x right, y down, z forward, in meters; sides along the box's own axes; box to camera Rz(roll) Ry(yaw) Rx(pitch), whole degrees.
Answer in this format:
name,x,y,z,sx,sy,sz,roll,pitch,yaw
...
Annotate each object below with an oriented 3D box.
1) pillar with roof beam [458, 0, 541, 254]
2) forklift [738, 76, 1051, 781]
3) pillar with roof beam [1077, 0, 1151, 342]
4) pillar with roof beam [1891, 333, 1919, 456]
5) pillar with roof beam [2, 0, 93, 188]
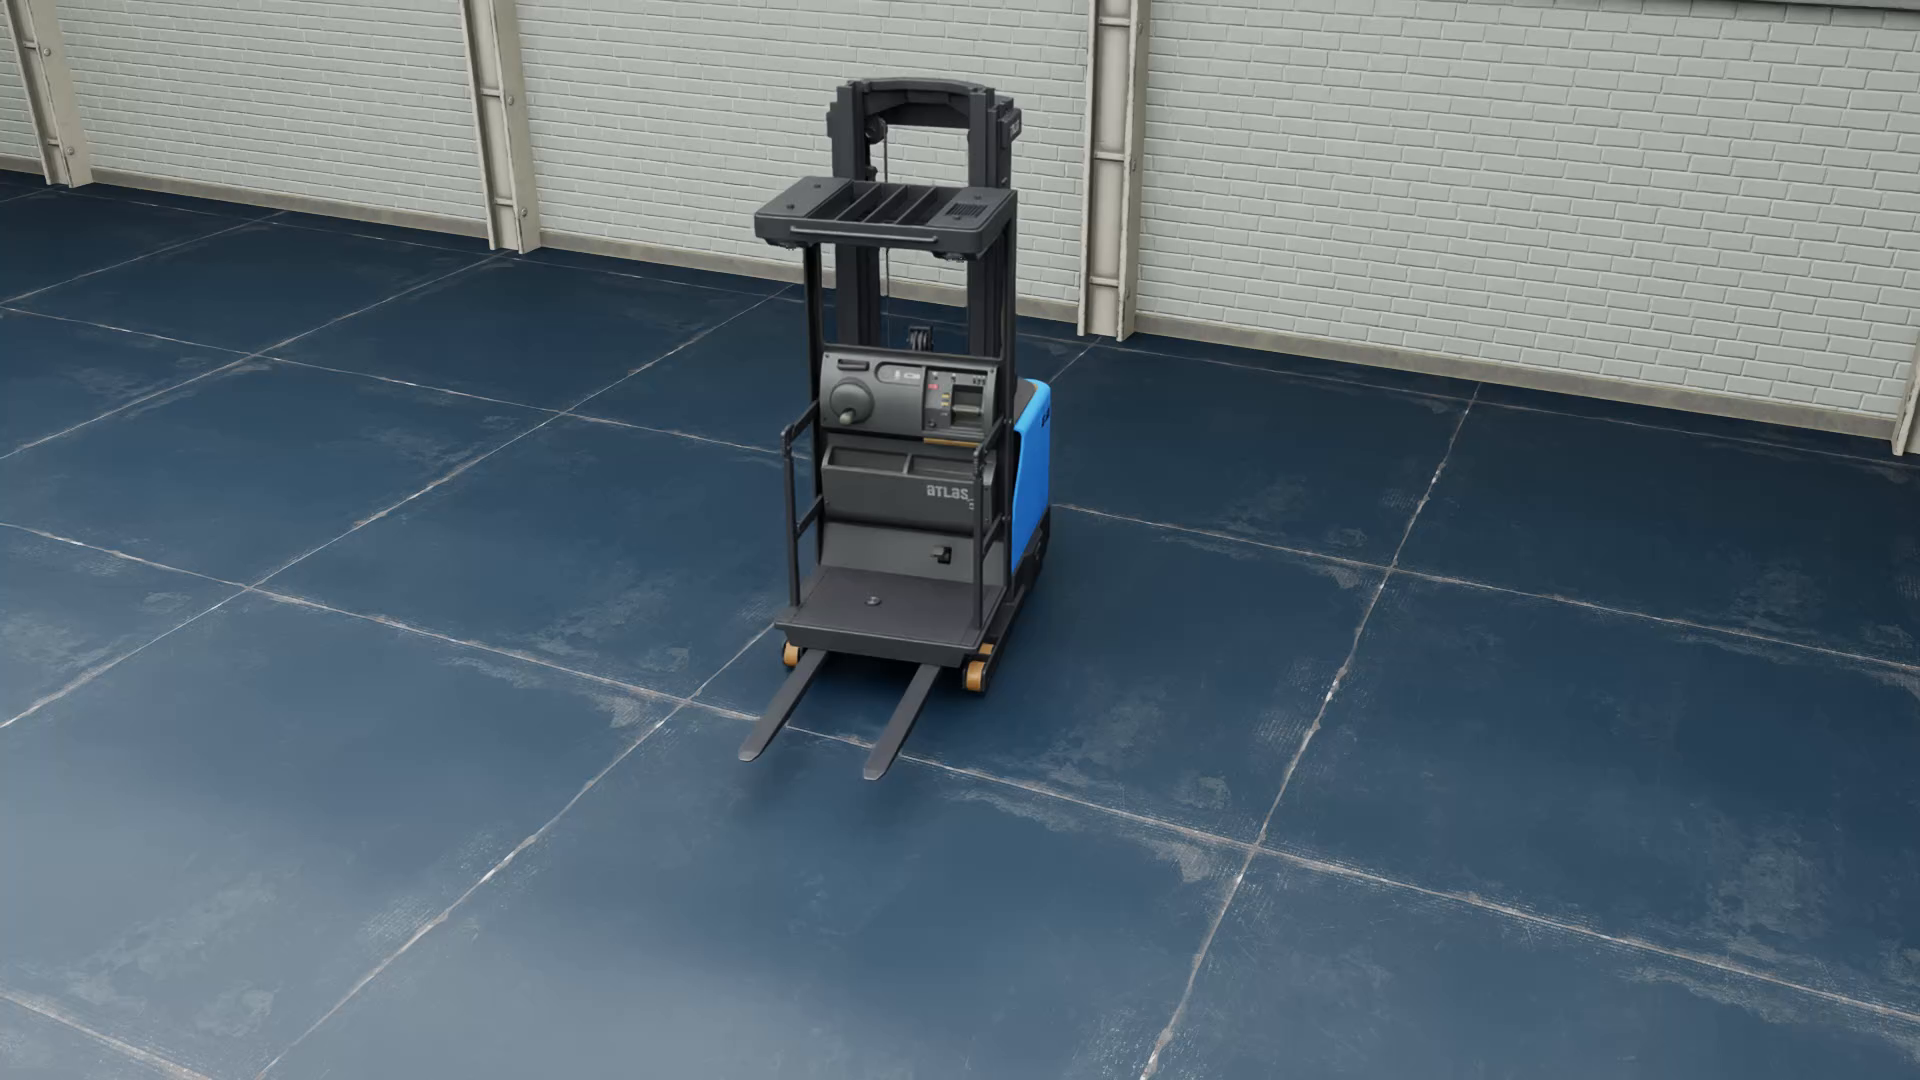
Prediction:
name,x,y,z,sx,sy,sz,roll,pitch,yaw
pillar with roof beam,-6.037,-5.115,10.452,0.400,9.000,9.100,11,28,22
forklift,-0.321,-0.710,8.375,1.130,2.935,3.031,7,27,13
pillar with roof beam,-0.576,-4.018,8.224,0.400,9.000,9.100,11,28,22
pillar with roof beam,4.886,-2.921,5.996,0.400,9.000,9.100,11,28,22
pillar with roof beam,-11.499,-6.212,12.680,0.400,9.000,9.100,11,28,22
